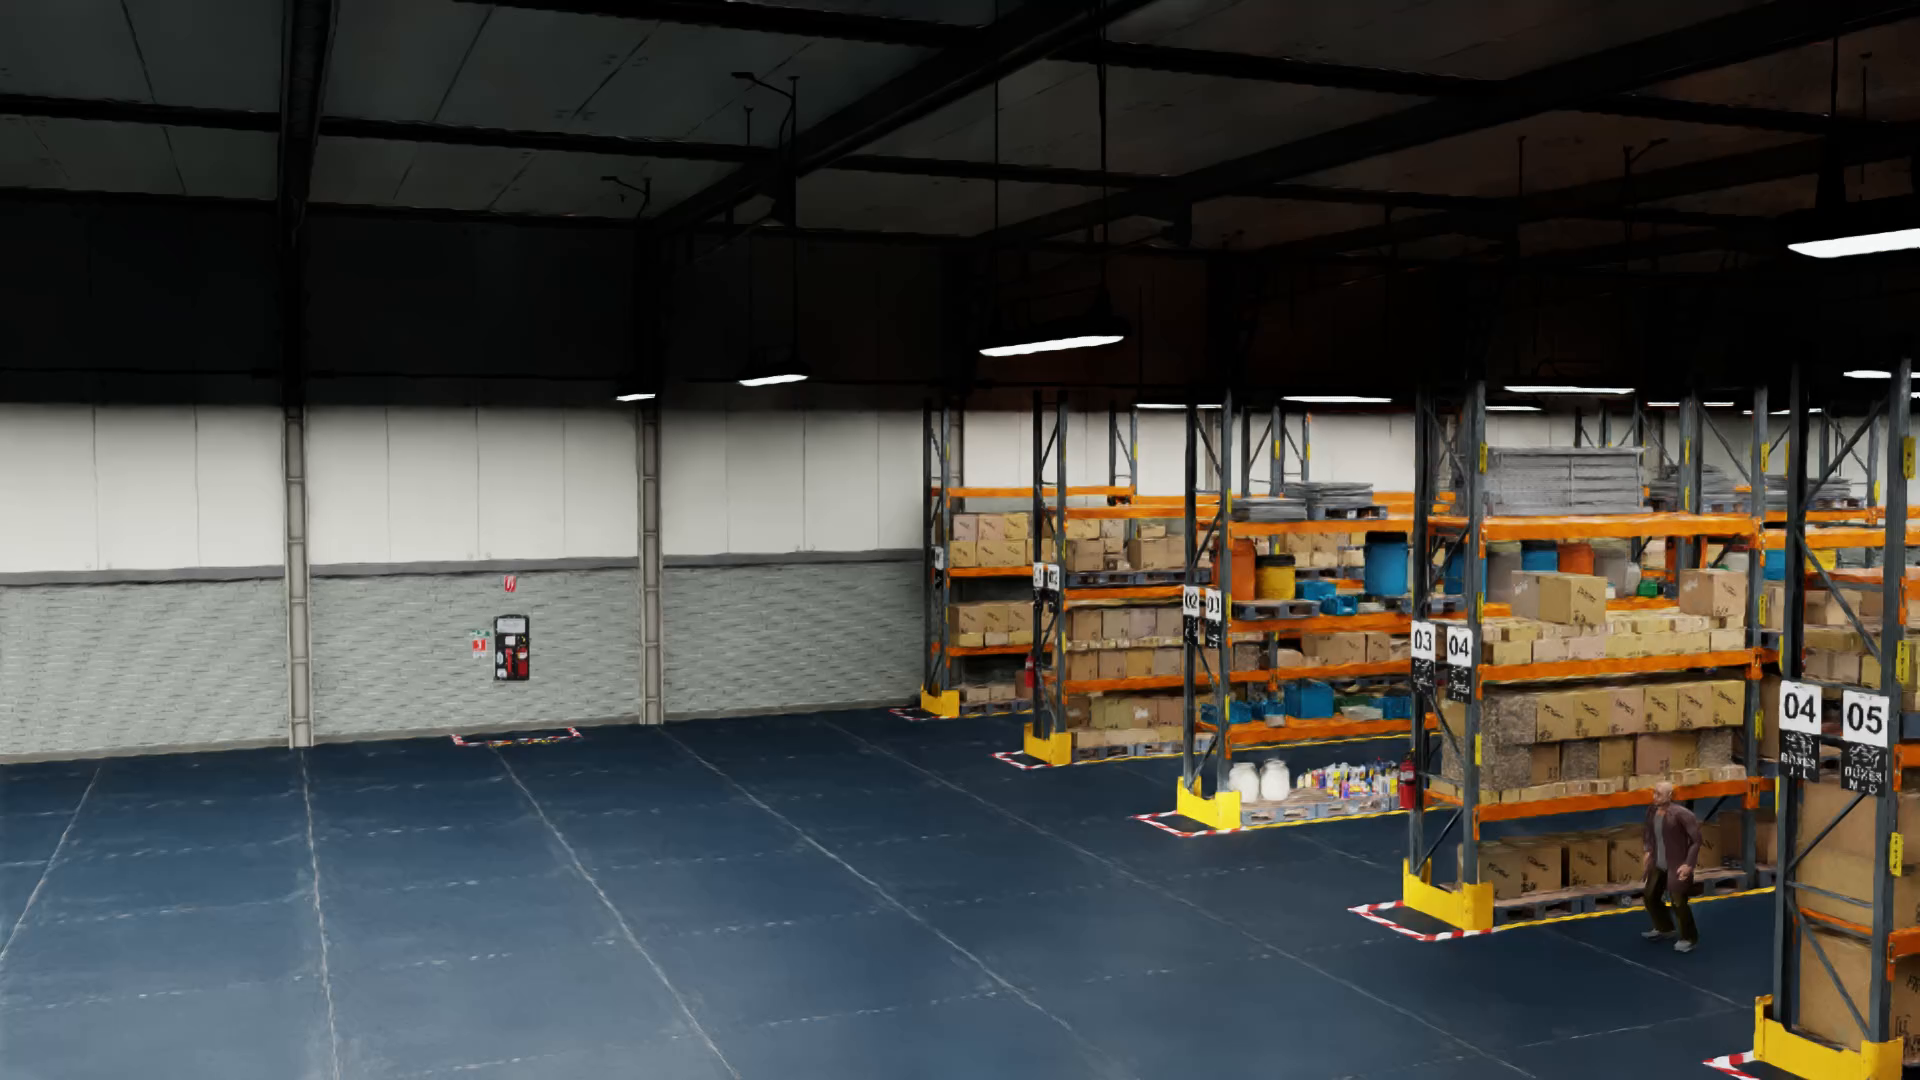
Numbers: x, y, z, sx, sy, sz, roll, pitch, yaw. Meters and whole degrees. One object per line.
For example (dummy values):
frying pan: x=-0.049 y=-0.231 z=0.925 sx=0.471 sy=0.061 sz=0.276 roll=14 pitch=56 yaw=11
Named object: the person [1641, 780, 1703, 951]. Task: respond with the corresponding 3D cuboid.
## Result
person: x=7.267 y=3.302 z=16.981 sx=0.546 sy=1.733 sz=0.727 roll=-1 pitch=4 yaw=-23
